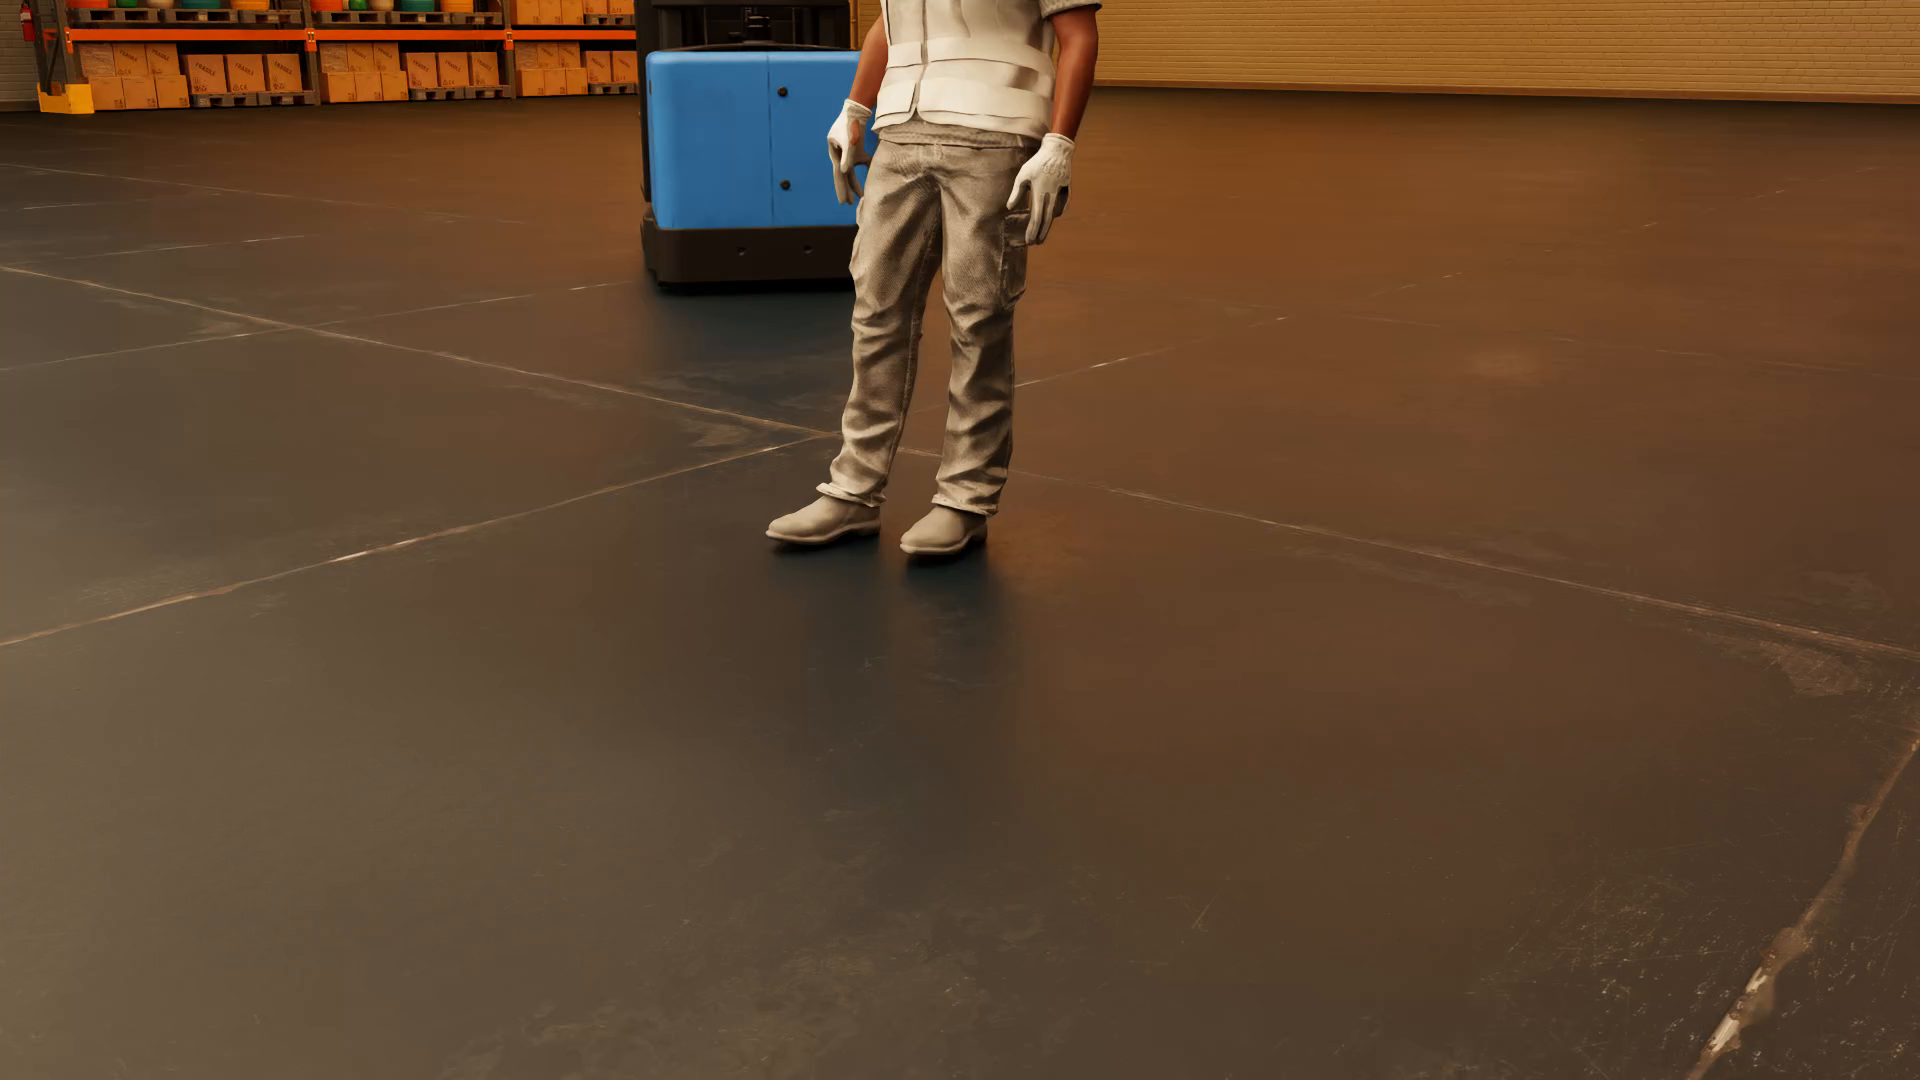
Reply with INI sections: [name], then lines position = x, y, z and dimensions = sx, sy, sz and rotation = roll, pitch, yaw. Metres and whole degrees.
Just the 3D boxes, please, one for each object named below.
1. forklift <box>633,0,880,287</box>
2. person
[forklift]
position = -1.155, -2.954, 8.628
dimensions = 1.130, 2.935, 3.031
rotation = -3, 17, -11
[person]
position = -0.052, -0.846, 3.633
dimensions = 0.656, 1.782, 0.577
rotation = 13, 21, 37
